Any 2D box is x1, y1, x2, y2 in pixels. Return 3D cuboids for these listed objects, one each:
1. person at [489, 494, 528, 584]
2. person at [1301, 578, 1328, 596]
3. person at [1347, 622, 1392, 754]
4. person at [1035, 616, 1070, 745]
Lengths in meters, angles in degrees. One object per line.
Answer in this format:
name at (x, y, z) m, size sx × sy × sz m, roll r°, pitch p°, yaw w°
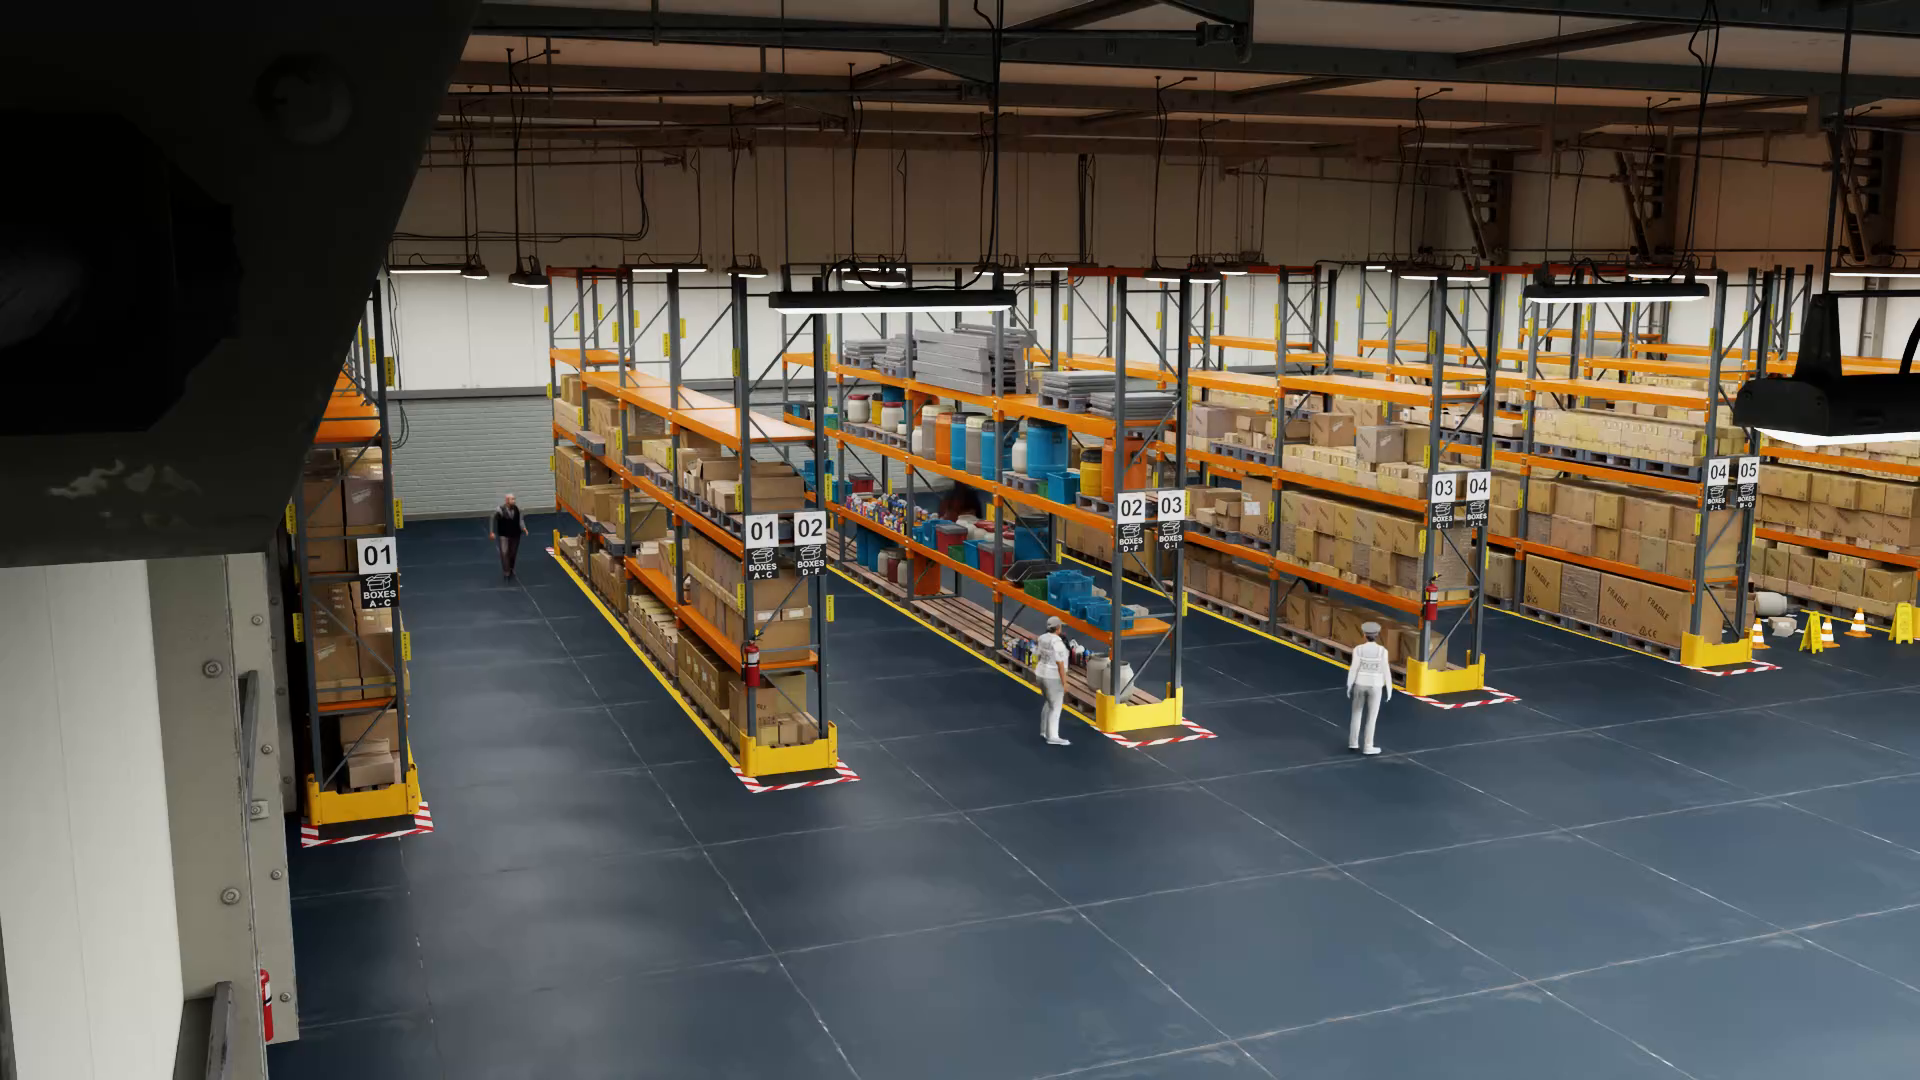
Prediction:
person at (-8.742, -0.060, 32.200) m, size 0.695 × 1.699 × 0.992 m, roll -4°, pitch 11°, yaw -20°
person at (6.402, 0.303, 29.701) m, size 0.621 × 1.791 × 0.482 m, roll 9°, pitch 13°, yaw 42°
person at (5.215, 1.880, 21.121) m, size 0.553 × 1.699 × 0.447 m, roll 5°, pitch 11°, yaw 27°
person at (1.202, 1.847, 21.521) m, size 0.397 × 1.747 × 0.517 m, roll -5°, pitch 11°, yaw -25°
